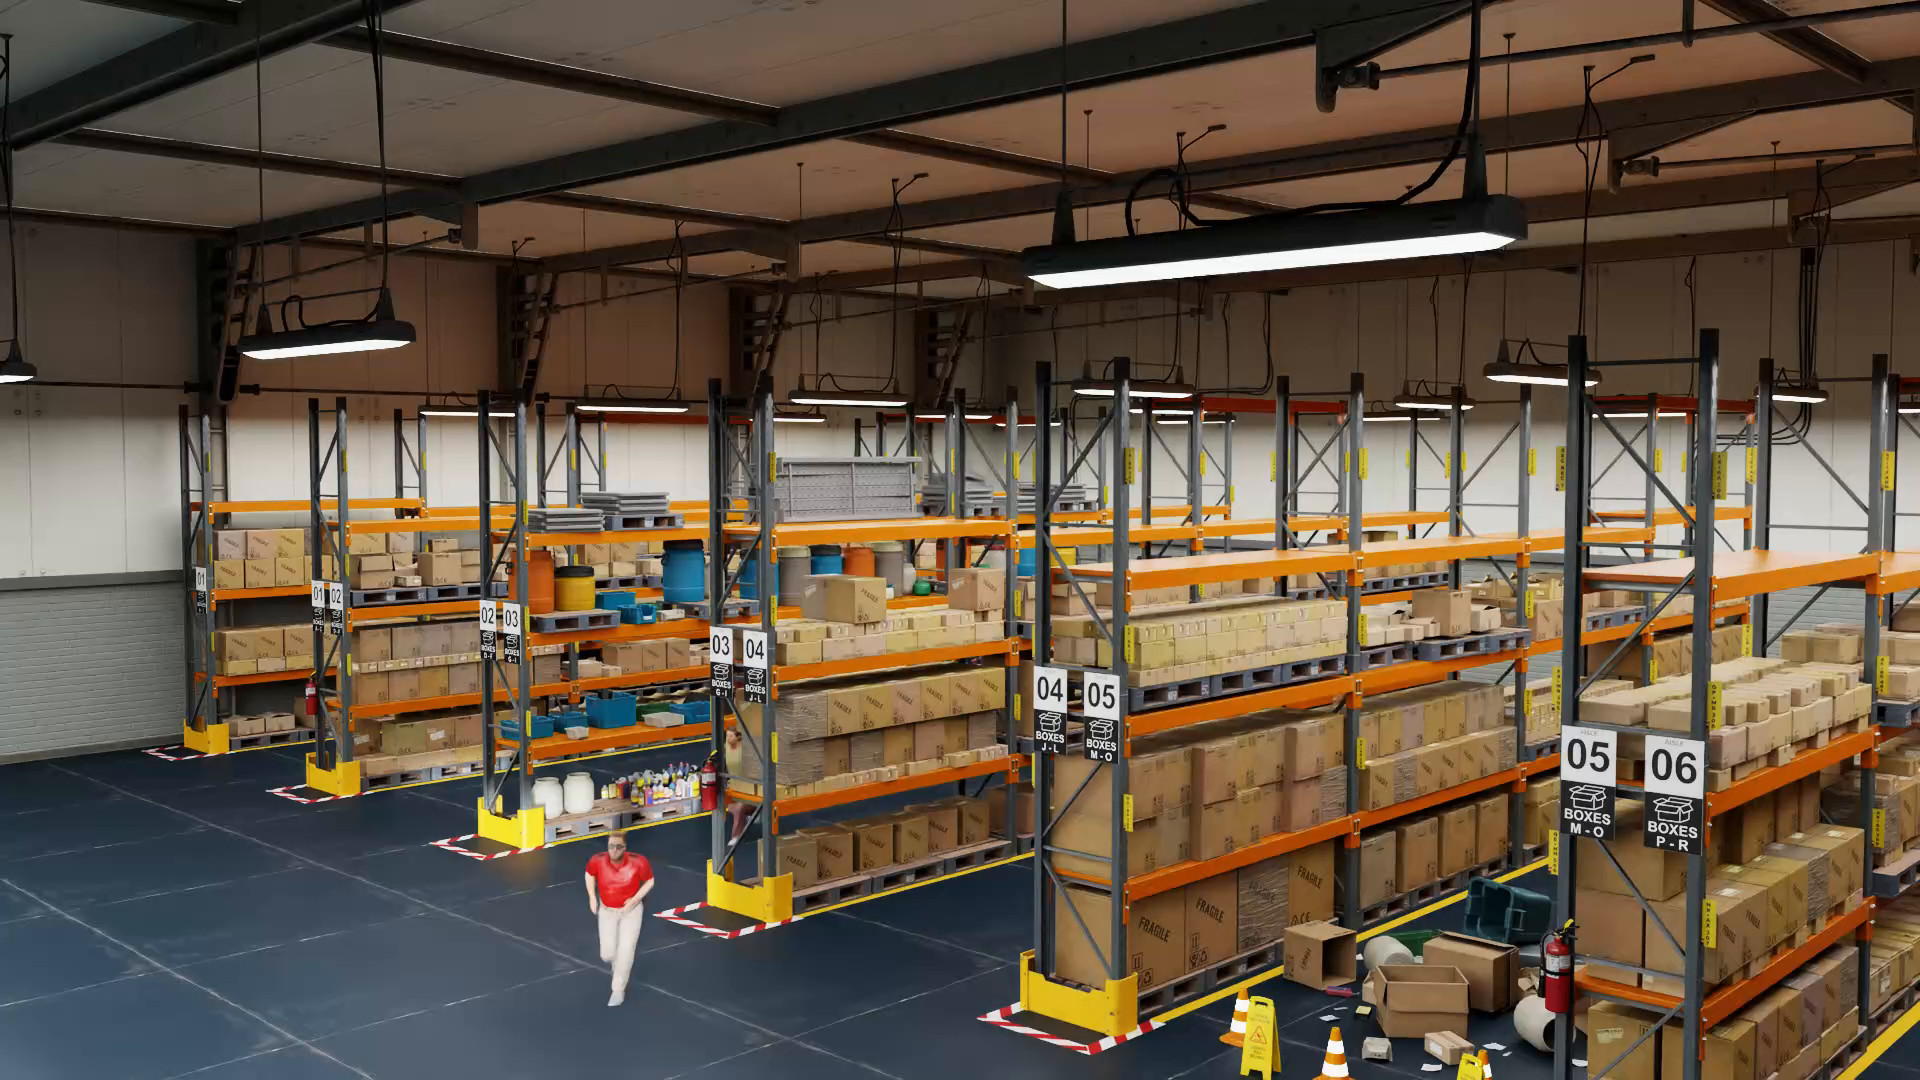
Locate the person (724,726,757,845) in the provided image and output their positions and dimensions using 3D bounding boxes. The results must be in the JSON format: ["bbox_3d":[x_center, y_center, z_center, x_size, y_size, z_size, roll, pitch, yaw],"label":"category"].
[{"bbox_3d":[-2.878,3.226,22.034,0.574,1.604,0.731,1,3,21],"label":"person"}]

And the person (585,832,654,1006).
[{"bbox_3d":[-3.206,3.532,15.681,0.655,1.663,0.764,0,3,-7],"label":"person"}]

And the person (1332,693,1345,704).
[{"bbox_3d":[5.837,3.066,25.168,0.620,1.635,0.770,3,4,43],"label":"person"}]
